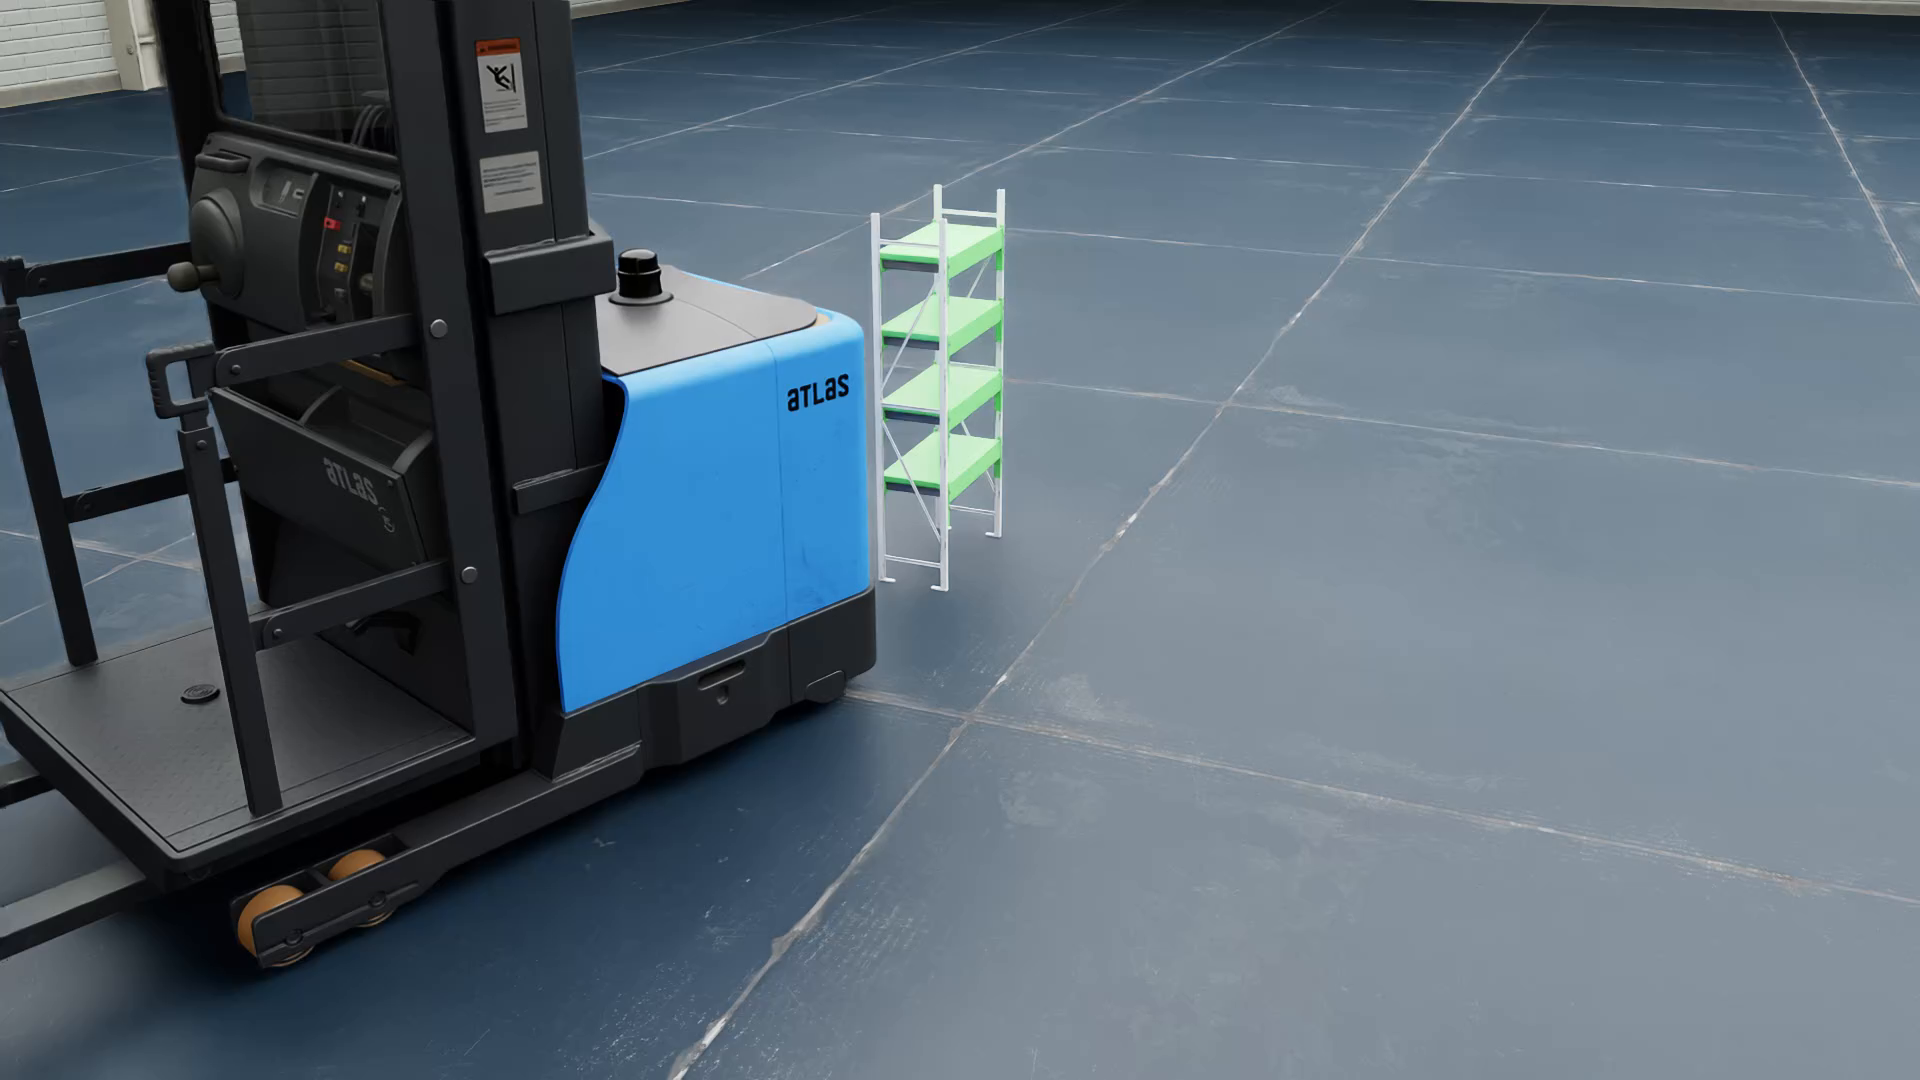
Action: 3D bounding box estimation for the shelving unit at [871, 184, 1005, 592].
[{"bbox_3d":[-0.061,-0.494,5.377,0.258,1.200,0.503,9,24,20],"label":"shelving unit"}]

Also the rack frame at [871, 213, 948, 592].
[{"bbox_3d":[-0.152,-0.407,5.168,0.240,1.200,0.015,9,24,20],"label":"rack frame"}]

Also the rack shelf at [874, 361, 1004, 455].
[{"bbox_3d":[-0.061,-0.435,5.402,0.258,0.148,0.480,9,24,20],"label":"rack shelf"}]

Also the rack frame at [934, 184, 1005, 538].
[{"bbox_3d":[0.029,-0.582,5.586,0.240,1.200,0.015,9,24,20],"label":"rack frame"}]

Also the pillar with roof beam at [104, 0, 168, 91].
[{"bbox_3d":[-4.065,-8.028,13.295,9.100,9.000,0.400,9,24,20],"label":"pillar with roof beam"}]

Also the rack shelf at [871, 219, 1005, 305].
[{"bbox_3d":[-0.062,-0.878,5.217,0.258,0.148,0.480,9,24,20],"label":"rack shelf"}]

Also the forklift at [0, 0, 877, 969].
[{"bbox_3d":[-1.620,-0.663,3.534,1.130,2.935,3.031,20,30,40],"label":"forklift"}]

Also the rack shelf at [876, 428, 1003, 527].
[{"bbox_3d":[-0.061,-0.214,5.494,0.258,0.148,0.480,9,24,20],"label":"rack shelf"}]

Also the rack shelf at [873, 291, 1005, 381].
[{"bbox_3d":[-0.061,-0.657,5.309,0.258,0.148,0.480,9,24,20],"label":"rack shelf"}]
